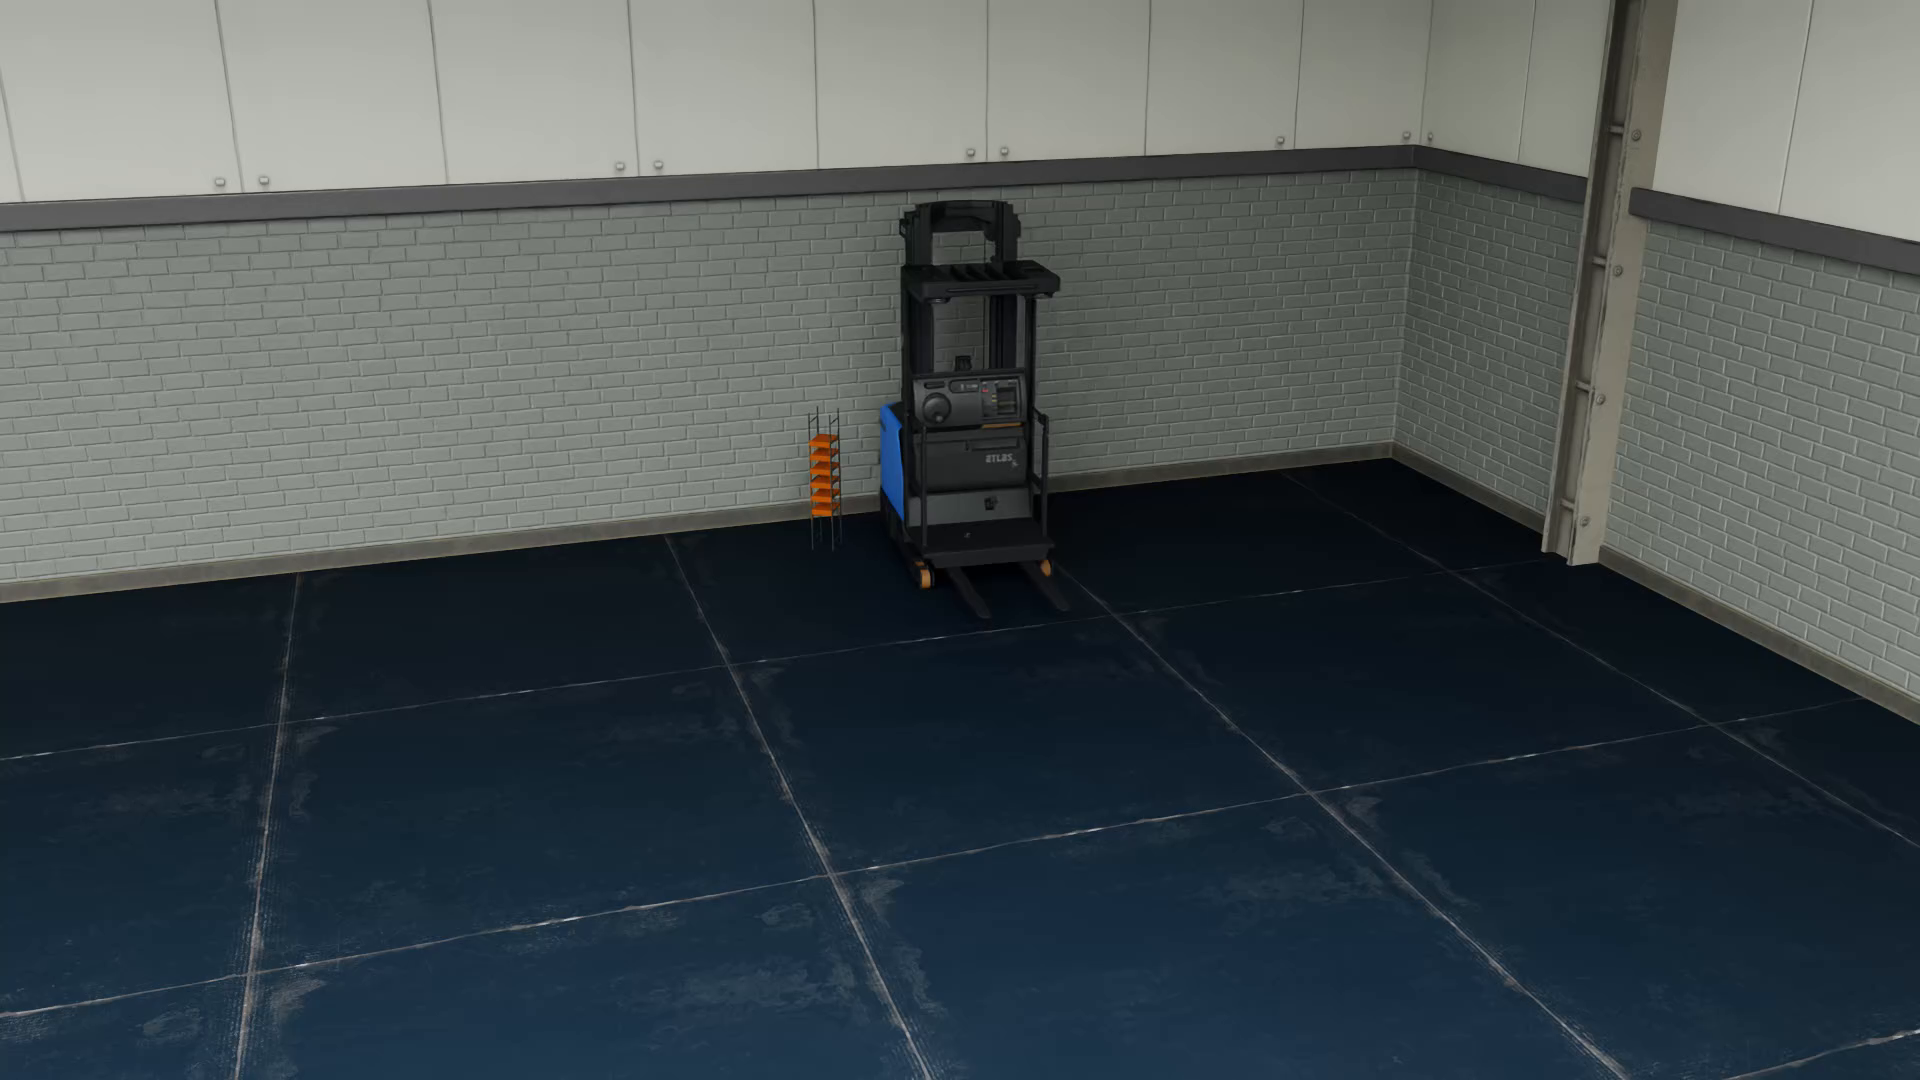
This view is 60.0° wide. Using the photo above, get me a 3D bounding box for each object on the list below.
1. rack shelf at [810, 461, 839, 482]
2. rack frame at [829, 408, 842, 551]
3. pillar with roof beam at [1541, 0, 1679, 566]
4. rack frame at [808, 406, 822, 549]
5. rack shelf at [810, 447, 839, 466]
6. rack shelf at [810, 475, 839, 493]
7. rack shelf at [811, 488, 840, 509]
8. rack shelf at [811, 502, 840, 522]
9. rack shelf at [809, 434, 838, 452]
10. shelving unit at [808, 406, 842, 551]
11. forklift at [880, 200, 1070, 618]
[{"bbox_3d":[-1.139,-0.586,14.050,0.180,0.103,0.258,5,20,14],"label":"rack shelf"},{"bbox_3d":[-1.051,-0.507,14.054,0.006,1.200,0.240,5,20,14],"label":"rack frame"},{"bbox_3d":[1.069,-3.643,11.246,9.100,9.000,0.400,-6,21,-17],"label":"pillar with roof beam"},{"bbox_3d":[-1.228,-0.523,14.098,0.006,1.200,0.240,5,20,14],"label":"rack frame"},{"bbox_3d":[-1.139,-0.699,14.010,0.180,0.103,0.258,5,20,14],"label":"rack shelf"},{"bbox_3d":[-1.139,-0.473,14.091,0.180,0.103,0.258,5,20,14],"label":"rack shelf"},{"bbox_3d":[-1.139,-0.360,14.131,0.180,0.103,0.258,5,20,14],"label":"rack shelf"},{"bbox_3d":[-1.139,-0.247,14.172,0.180,0.103,0.258,5,20,14],"label":"rack shelf"},{"bbox_3d":[-1.139,-0.812,13.969,0.180,0.103,0.258,5,20,14],"label":"rack shelf"},{"bbox_3d":[-1.139,-0.515,14.076,0.189,1.200,0.258,5,20,14],"label":"shelving unit"},{"bbox_3d":[0.133,-1.125,13.213,1.130,2.935,3.031,-5,20,-13],"label":"forklift"}]
